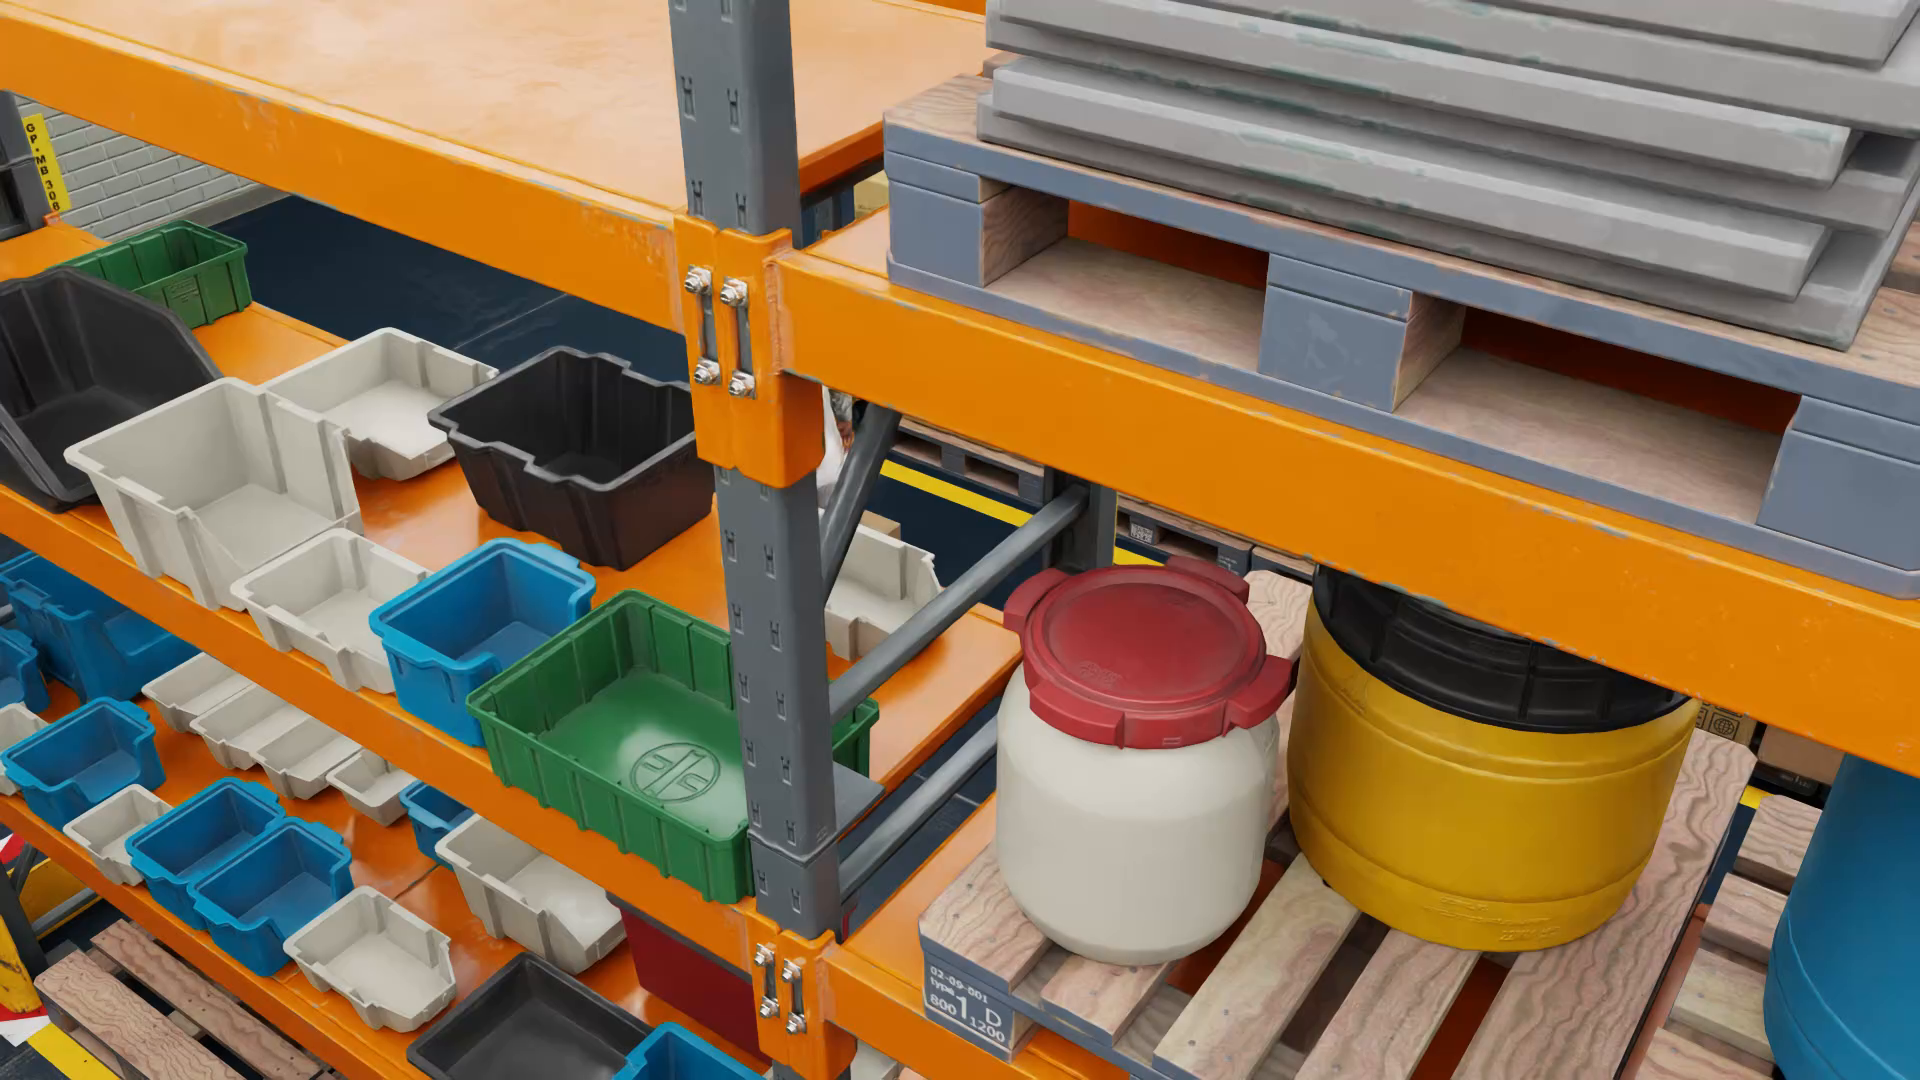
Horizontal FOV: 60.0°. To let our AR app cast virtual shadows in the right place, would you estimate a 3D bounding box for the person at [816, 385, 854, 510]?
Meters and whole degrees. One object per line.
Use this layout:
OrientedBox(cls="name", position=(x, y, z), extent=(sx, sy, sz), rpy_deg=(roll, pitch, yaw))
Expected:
OrientedBox(cls="person", position=(-0.686, -0.313, 7.738), extent=(0.811, 1.773, 0.661), rpy_deg=(-3, 34, -4))
